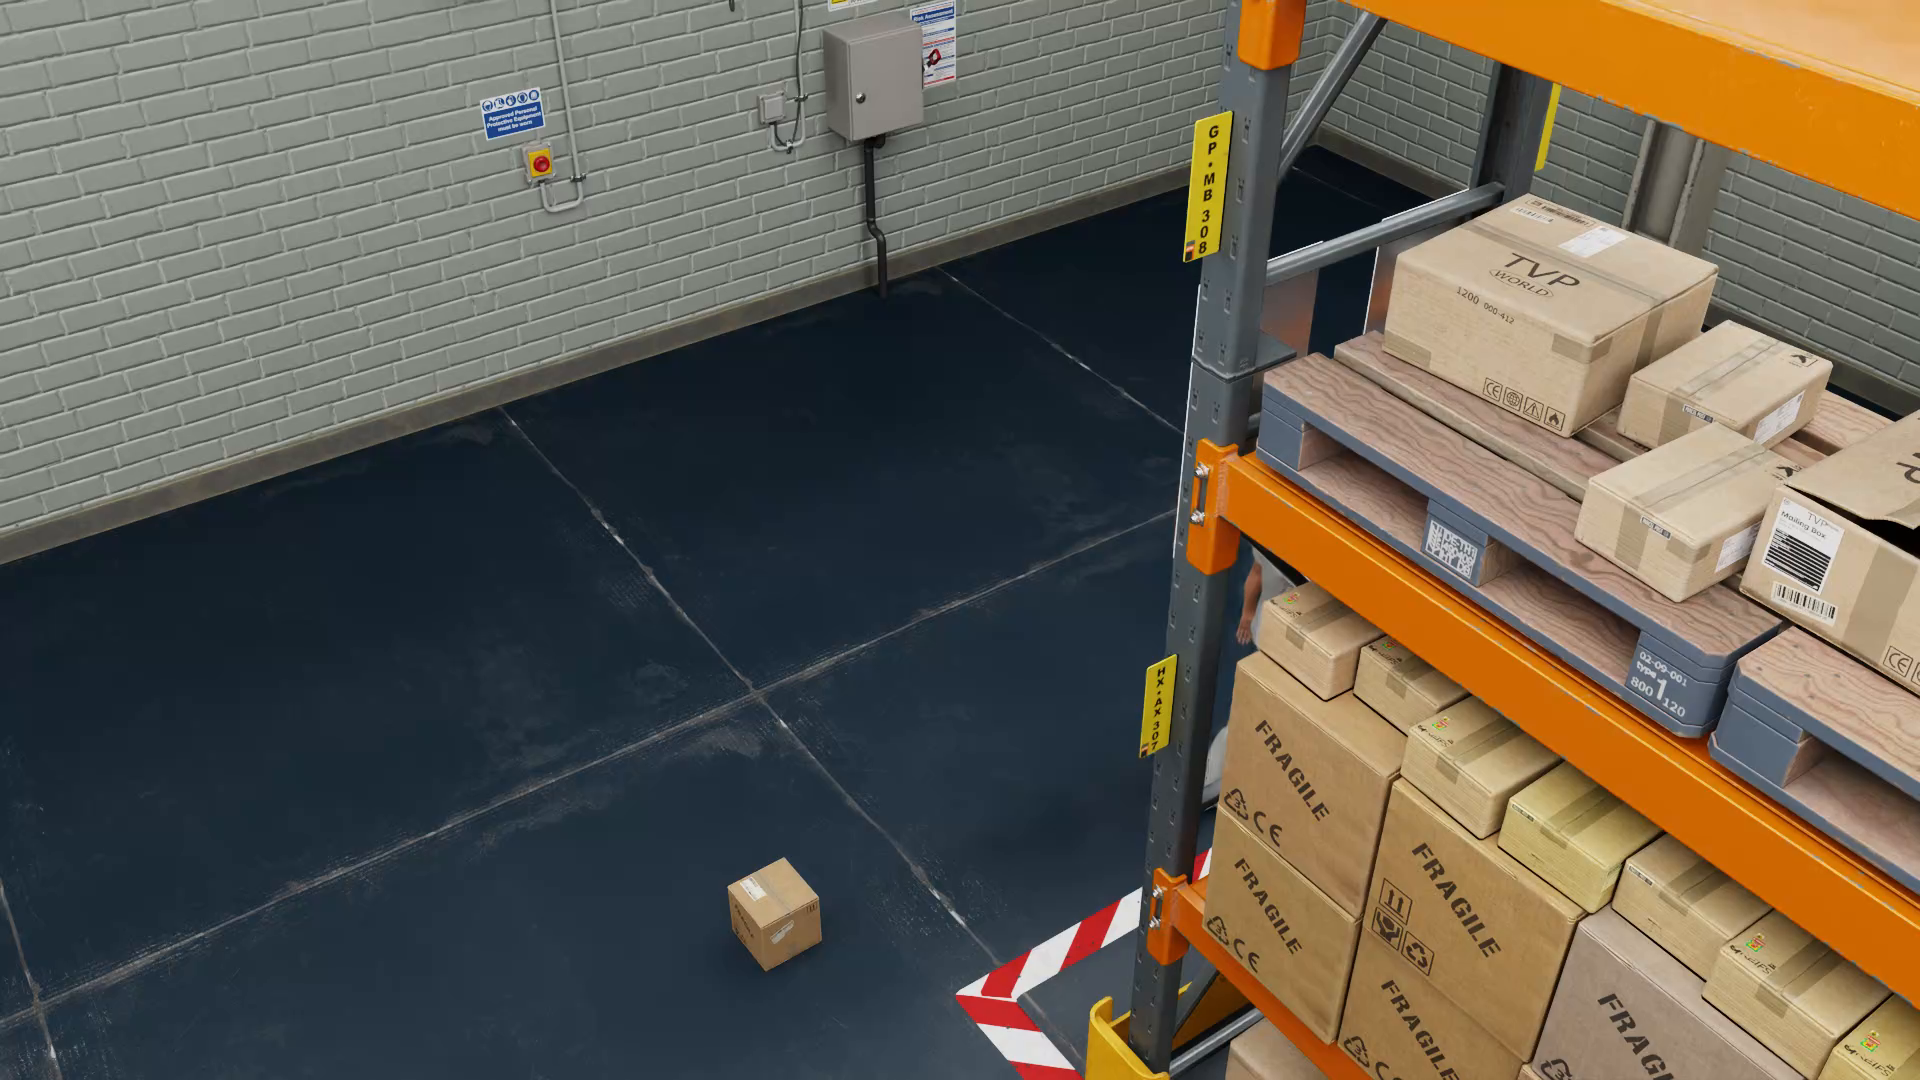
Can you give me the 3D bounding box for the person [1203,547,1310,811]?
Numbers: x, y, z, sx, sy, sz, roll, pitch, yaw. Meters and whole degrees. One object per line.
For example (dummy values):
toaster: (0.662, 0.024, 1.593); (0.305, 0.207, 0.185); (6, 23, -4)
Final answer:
person: (1.354, 0.403, 6.441); (0.890, 1.645, 0.482); (-5, 37, -7)
